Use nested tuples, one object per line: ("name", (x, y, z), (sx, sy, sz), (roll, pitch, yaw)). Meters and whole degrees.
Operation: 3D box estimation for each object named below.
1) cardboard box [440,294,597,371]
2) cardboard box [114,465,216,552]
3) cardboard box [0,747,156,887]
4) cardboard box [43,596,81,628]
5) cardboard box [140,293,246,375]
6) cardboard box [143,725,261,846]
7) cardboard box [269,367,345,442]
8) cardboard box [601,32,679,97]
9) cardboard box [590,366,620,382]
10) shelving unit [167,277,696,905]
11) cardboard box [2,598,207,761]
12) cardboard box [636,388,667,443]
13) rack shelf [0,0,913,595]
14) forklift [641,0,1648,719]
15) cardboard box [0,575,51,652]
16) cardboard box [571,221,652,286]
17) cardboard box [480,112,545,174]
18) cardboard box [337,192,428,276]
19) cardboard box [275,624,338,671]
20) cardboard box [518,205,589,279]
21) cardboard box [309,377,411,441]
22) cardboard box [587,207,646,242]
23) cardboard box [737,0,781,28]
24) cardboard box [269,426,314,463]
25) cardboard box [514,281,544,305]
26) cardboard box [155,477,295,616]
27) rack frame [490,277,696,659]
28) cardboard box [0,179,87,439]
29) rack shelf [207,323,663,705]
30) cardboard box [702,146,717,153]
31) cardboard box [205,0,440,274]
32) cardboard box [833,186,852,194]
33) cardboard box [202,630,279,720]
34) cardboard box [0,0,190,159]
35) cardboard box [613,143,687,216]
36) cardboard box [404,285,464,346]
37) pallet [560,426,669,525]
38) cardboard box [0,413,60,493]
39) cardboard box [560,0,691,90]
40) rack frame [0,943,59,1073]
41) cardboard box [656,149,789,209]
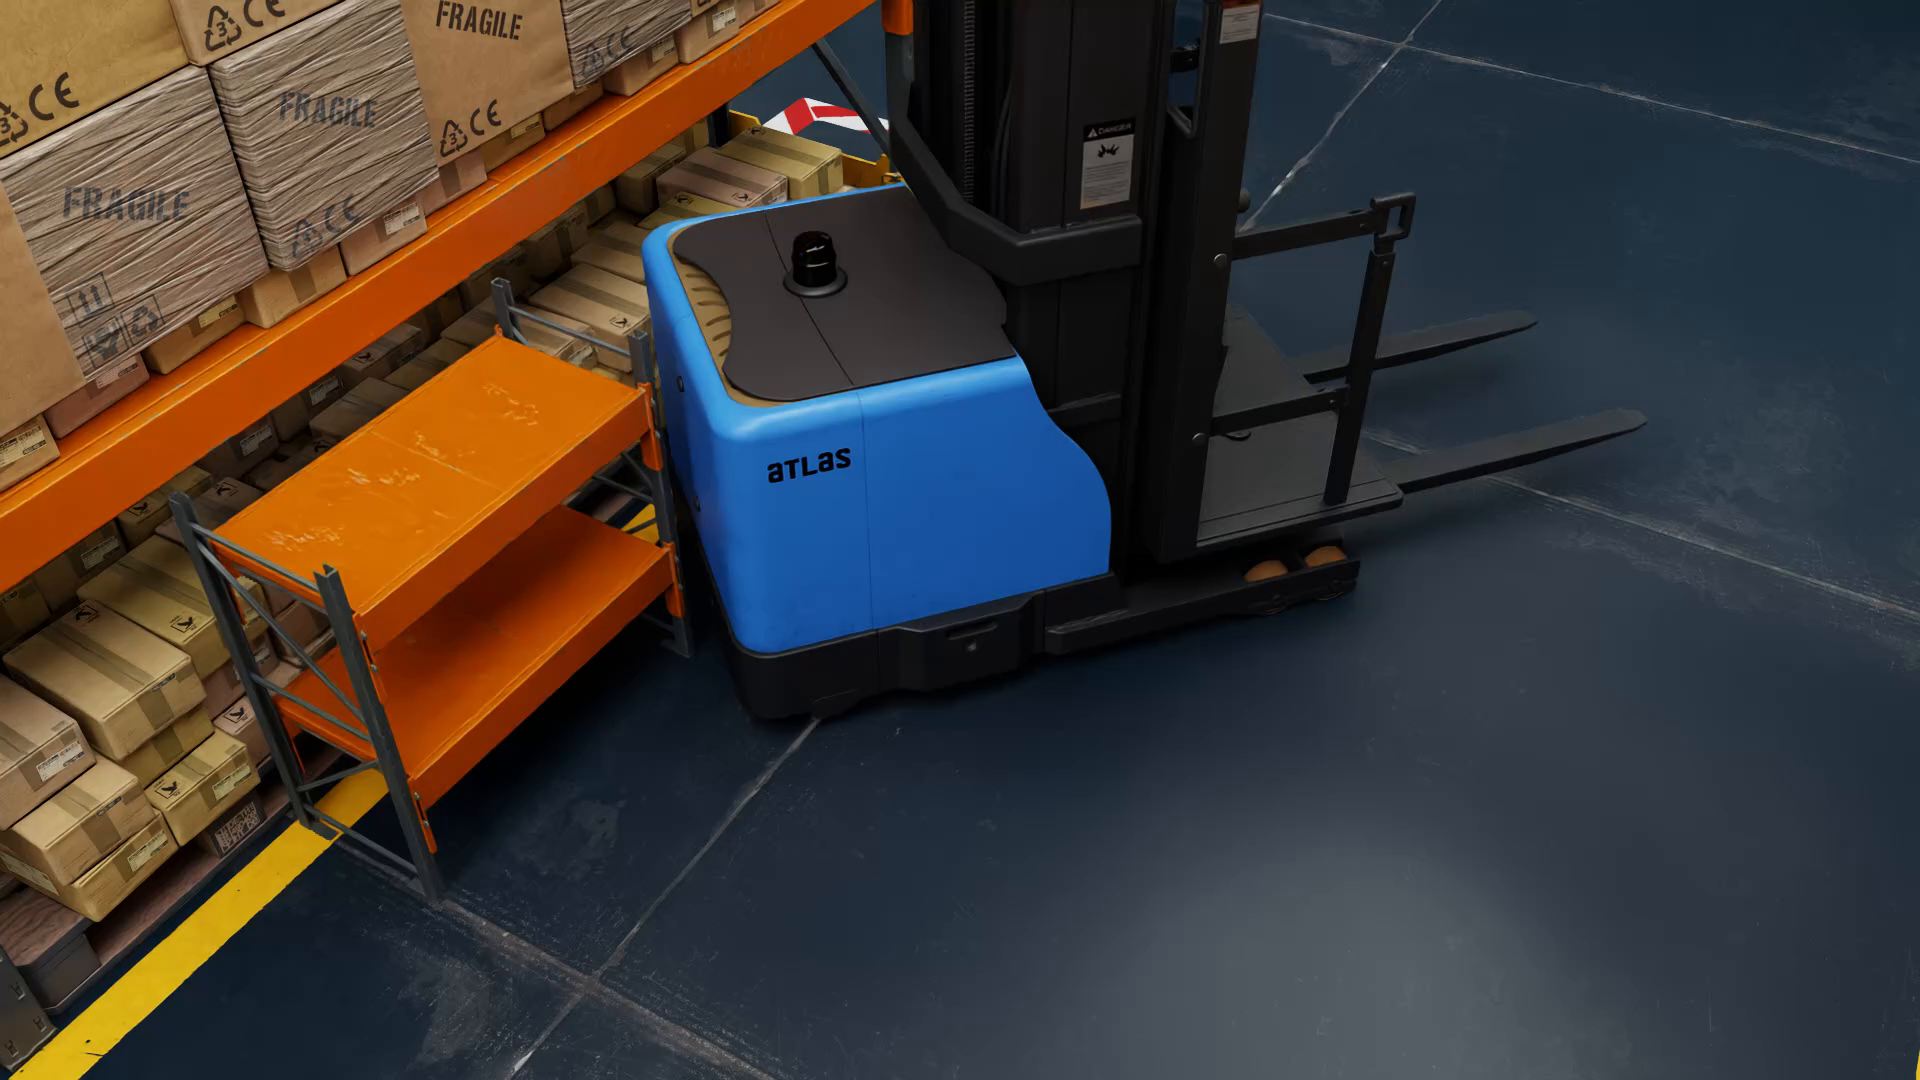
("cardboard box", (-1.331, -0.577, 5.025), (0.380, 0.149, 0.250), (19, 45, 21))
("cardboard box", (-2.231, -0.120, 4.506), (0.380, 0.149, 0.250), (22, 46, 23))
("cardboard box", (-2.135, 0.606, 3.906), (0.380, 0.149, 0.250), (23, 46, 24))
("cardboard box", (-2.467, 0.104, 4.476), (0.380, 0.149, 0.250), (19, 45, 21))
("cardboard box", (-1.874, -0.548, 3.793), (0.380, 0.149, 0.250), (19, 45, 20))
("cardboard box", (-2.000, 0.565, 4.178), (0.380, 0.149, 0.250), (22, 46, 23))
("cardboard box", (-2.052, -0.464, 4.897), (0.380, 0.149, 0.250), (19, 45, 21))
("cardboard box", (-1.044, -1.434, 4.799), (0.380, 0.149, 0.250), (19, 45, 20))
("cardboard box", (-1.260, -0.446, 5.101), (0.380, 0.149, 0.250), (23, 46, 24))
("shelving unit", (-1.260, 0.119, 4.263), (0.538, 1.125, 1.048), (22, 46, 23))
("cardboard box", (-2.052, 0.330, 3.995), (0.380, 0.149, 0.250), (23, 46, 24))
("cardboard box", (-1.108, -0.484, 5.369), (0.380, 0.149, 0.250), (19, 45, 20))
("rack shelf", (-1.593, -0.967, 4.623), (1.077, 0.370, 4.000), (21, 45, 22))
("forklift", (0.676, -1.192, 4.386), (3.031, 2.935, 1.130), (-13, 43, -14))
("cardboard box", (-2.547, 0.147, 4.202), (0.380, 0.149, 0.250), (21, 46, 23))
("cardboard box", (-1.017, -0.864, 5.350), (0.380, 0.149, 0.250), (19, 45, 20))
("cardboard box", (-1.350, -1.142, 4.467), (0.380, 0.149, 0.250), (22, 46, 23))
("cardboard box", (-1.551, -0.822, 4.104), (0.380, 0.149, 0.250), (23, 46, 24))
("cardboard box", (-1.837, 0.244, 4.543), (0.380, 0.149, 0.250), (20, 45, 21))
("cardboard box", (-1.471, -1.037, 5.547), (0.380, 0.149, 0.250), (19, 45, 20))
("cardboard box", (-1.595, -0.290, 4.699), (0.380, 0.149, 0.250), (19, 45, 20))
("cardboard box", (-1.308, -1.059, 5.797), (0.380, 0.149, 0.250), (21, 46, 23))
("cardboard box", (-0.780, -1.729, 5.134), (0.380, 0.149, 0.250), (20, 45, 22))
("cardboard box", (-1.995, -0.306, 4.942), (0.380, 0.149, 0.250), (19, 45, 20))
("cardboard box", (-1.581, -0.765, 5.463), (0.380, 0.149, 0.250), (19, 45, 20))
("cardboard box", (-1.858, 0.012, 4.356), (0.380, 0.149, 0.250), (20, 45, 21))
("rack frame", (-0.997, -0.168, 4.590), (0.500, 1.125, 0.032), (22, 46, 23))
("cardboard box", (-2.127, -0.442, 3.182), (0.500, 0.500, 0.500), (20, 45, 21))
("rack shelf", (-1.260, -0.100, 4.070), (0.538, 0.278, 1.000), (22, 46, 23))
("cardboard box", (-1.076, -1.366, 6.146), (0.380, 0.149, 0.250), (23, 46, 24))
("cardboard box", (-1.603, -1.004, 3.820), (0.500, 0.500, 0.500), (20, 45, 21))
("cardboard box", (-0.609, -1.185, 5.940), (0.380, 0.149, 0.250), (20, 45, 21))
("cardboard box", (-1.995, 0.280, 4.276), (0.380, 0.149, 0.250), (21, 45, 22))
("cardboard box", (-1.910, -1.096, 3.168), (0.500, 0.500, 0.500), (20, 45, 21))
("cardboard box", (-1.182, -1.308, 5.854), (0.380, 0.149, 0.250), (22, 46, 23))
("cardboard box", (-1.789, -0.746, 5.216), (0.380, 0.149, 0.250), (22, 46, 23))
("pallet", (-1.678, -0.143, 5.253), (1.003, 0.211, 1.213), (21, 45, 22))
("cardboard box", (-2.103, -0.225, 3.426), (0.380, 0.149, 0.250), (22, 46, 23))
("cardboard box", (-1.101, -1.602, 4.499), (0.500, 0.500, 0.500), (21, 46, 22))
("rack frame", (-2.593, -0.093, 3.086), (1.000, 3.000, 0.127), (21, 45, 22))
("cardboard box", (-0.813, -1.181, 5.711), (0.380, 0.149, 0.250), (22, 46, 23))
